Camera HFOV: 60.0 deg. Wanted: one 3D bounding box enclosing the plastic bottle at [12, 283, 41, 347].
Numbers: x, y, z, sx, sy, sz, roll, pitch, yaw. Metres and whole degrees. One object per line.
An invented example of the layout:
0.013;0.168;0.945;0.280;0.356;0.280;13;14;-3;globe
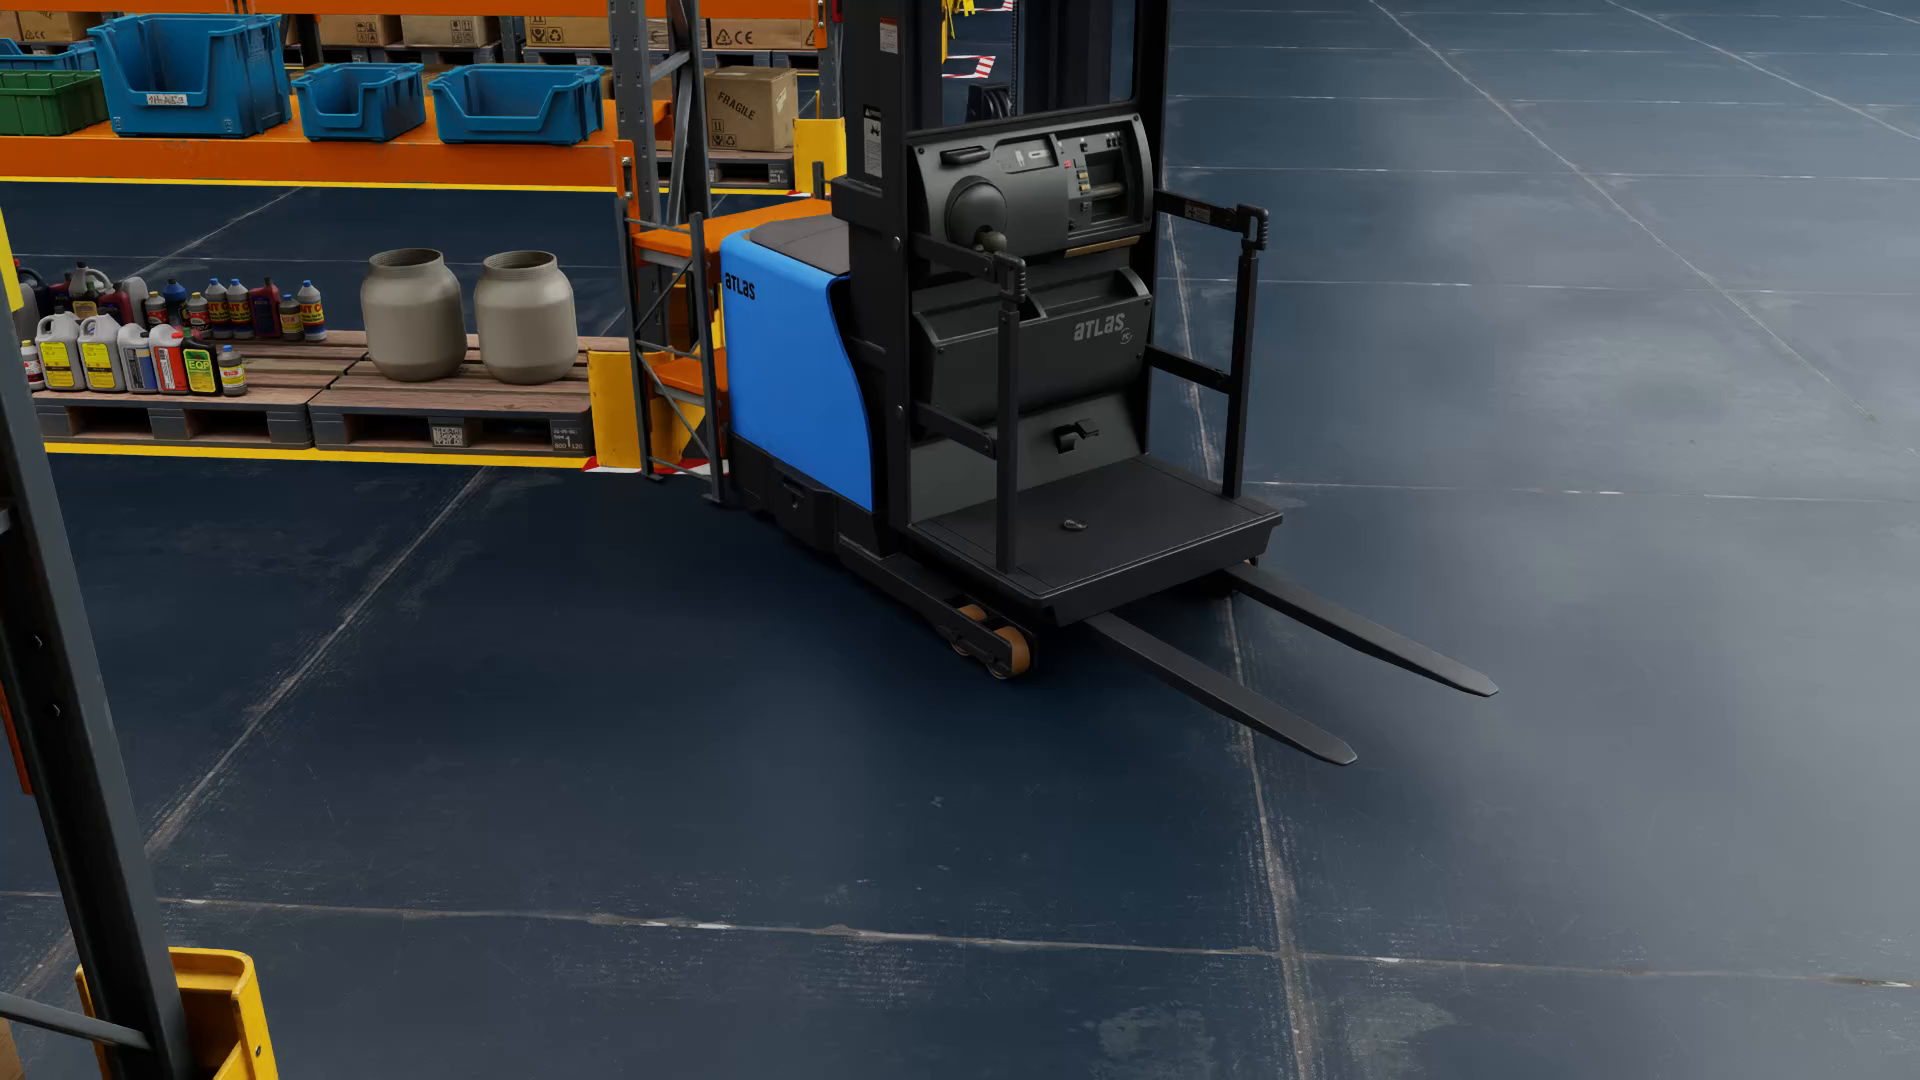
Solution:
-4.348;-1.042;7.658;0.135;0.276;0.152;2;25;4;plastic bottle

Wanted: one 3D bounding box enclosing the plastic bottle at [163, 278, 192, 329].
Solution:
-3.656;-1.090;7.767;0.097;0.271;0.097;0;25;0;plastic bottle

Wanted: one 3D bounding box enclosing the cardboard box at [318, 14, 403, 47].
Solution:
-5.945;-5.361;16.500;0.750;0.750;1.050;2;25;4;cardboard box

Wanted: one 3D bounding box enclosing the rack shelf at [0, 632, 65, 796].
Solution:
-3.606;0.407;2.639;4.000;0.370;1.077;2;25;4;rack shelf

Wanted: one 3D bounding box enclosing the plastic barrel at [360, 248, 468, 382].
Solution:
-2.391;-0.986;7.279;0.421;0.512;0.421;0;25;0;plastic barrel

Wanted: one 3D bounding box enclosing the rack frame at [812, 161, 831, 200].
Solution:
-0.423;-1.024;7.105;0.500;1.125;0.032;19;30;40;rack frame

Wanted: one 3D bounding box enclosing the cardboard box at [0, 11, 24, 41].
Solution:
-9.539;-5.290;16.647;0.500;0.500;0.500;3;25;6;cardboard box

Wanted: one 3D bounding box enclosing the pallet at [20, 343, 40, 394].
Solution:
-4.551;-0.743;7.612;1.213;0.211;1.003;2;25;4;pallet

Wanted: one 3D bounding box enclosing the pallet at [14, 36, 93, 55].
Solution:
-9.125;-5.064;17.002;1.213;0.211;1.003;2;25;4;pallet

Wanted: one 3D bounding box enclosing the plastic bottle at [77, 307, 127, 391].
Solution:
-3.646;-0.821;7.088;0.185;0.351;0.144;3;25;6;plastic bottle

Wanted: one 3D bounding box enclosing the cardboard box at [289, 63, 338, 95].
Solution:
-4.442;-3.139;11.971;0.500;0.500;0.500;1;25;2;cardboard box

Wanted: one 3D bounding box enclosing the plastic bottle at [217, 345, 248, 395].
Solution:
-3.094;-0.725;7.059;0.097;0.201;0.097;0;25;0;plastic bottle

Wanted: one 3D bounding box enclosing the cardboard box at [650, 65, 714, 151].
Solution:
-2.070;-3.072;11.826;0.500;0.500;0.500;8;26;18;cardboard box

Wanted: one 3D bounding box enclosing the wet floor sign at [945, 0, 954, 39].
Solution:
-0.189;-5.804;18.091;0.232;0.644;0.267;-2;25;-5;wet floor sign

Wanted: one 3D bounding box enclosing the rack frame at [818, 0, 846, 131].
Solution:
-0.850;-3.985;11.322;0.127;3.000;1.000;2;25;4;rack frame

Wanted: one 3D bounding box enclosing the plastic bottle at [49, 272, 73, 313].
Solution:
-4.196;-1.120;7.819;0.133;0.283;0.061;3;25;8;plastic bottle

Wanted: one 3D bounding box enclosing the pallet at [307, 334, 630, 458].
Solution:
-2.118;-0.665;7.442;1.213;0.211;1.003;2;25;4;pallet

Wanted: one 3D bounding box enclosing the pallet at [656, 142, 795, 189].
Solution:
-1.733;-2.761;11.998;1.213;0.211;1.003;2;25;4;pallet

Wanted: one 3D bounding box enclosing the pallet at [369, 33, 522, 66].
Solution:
-5.133;-4.903;16.654;1.213;0.211;1.003;2;25;4;pallet

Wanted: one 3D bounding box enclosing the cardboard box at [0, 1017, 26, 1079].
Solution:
-2.129;1.092;3.075;0.500;0.250;0.500;2;25;4;cardboard box

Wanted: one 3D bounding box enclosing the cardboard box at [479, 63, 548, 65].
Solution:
-3.245;-3.136;11.966;0.500;0.500;0.500;0;25;-1;cardboard box

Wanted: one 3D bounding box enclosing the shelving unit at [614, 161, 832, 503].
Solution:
-0.771;-0.877;6.765;0.538;1.125;1.048;19;30;40;shelving unit

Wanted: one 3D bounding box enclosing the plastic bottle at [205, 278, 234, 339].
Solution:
-3.454;-1.083;7.753;0.097;0.271;0.097;0;25;0;plastic bottle

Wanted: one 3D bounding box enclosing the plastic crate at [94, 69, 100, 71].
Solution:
-3.579;-1.982;7.285;0.437;0.136;0.530;2;25;4;plastic crate

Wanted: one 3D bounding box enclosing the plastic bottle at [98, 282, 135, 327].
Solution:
-3.885;-1.046;7.659;0.133;0.283;0.061;2;25;4;plastic bottle

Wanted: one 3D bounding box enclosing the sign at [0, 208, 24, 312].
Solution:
-1.563;-0.517;2.654;0.005;0.325;0.100;2;25;4;sign

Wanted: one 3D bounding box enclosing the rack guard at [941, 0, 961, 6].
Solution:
-0.167;-6.982;20.826;0.348;0.500;1.175;2;25;4;rack guard

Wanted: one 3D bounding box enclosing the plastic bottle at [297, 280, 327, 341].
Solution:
-3.013;-1.069;7.722;0.097;0.271;0.097;0;25;0;plastic bottle

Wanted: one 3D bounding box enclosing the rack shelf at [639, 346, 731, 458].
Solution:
-0.765;-0.650;6.857;0.538;0.278;1.000;19;30;40;rack shelf

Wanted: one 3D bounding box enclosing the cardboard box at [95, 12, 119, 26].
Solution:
-9.031;-5.489;17.079;0.500;0.500;0.500;1;25;2;cardboard box

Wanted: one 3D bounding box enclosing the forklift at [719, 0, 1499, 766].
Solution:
0.378;-1.121;5.179;1.130;2.935;3.031;-17;30;-33;forklift

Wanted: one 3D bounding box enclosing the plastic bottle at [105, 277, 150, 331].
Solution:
-3.878;-1.087;7.757;0.135;0.276;0.152;2;25;5;plastic bottle

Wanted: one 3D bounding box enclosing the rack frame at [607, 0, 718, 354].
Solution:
-1.229;-1.921;6.836;0.127;3.000;1.000;2;25;4;rack frame

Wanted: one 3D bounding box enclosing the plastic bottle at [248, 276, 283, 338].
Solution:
-3.237;-1.089;7.752;0.133;0.283;0.061;2;25;5;plastic bottle

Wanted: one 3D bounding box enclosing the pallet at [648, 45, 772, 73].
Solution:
-2.385;-4.815;16.462;1.213;0.211;1.003;2;25;4;pallet

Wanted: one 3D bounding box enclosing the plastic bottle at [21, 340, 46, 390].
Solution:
-3.975;-0.754;7.121;0.097;0.201;0.097;0;25;0;plastic bottle

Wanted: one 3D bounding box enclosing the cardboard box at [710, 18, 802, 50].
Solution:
-1.928;-5.296;16.210;0.875;0.875;0.875;1;25;3;cardboard box

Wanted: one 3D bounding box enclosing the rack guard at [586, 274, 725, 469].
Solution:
-1.308;-0.768;7.321;0.348;0.500;1.175;2;25;4;rack guard

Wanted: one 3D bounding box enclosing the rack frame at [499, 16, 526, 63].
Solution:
-4.357;-6.177;16.086;0.127;3.000;1.000;2;25;4;rack frame

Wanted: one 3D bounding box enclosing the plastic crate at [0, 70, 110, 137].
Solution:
-3.885;-1.791;6.808;0.662;0.188;0.450;2;25;4;plastic crate

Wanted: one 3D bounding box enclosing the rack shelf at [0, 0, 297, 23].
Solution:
-6.832;-3.850;11.889;4.000;0.370;1.077;2;25;4;rack shelf

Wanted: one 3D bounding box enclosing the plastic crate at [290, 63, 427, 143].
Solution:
-2.398;-1.768;6.681;0.408;0.251;0.499;2;25;4;plastic crate

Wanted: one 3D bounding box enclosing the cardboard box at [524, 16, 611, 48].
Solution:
-3.736;-5.353;16.335;0.875;0.875;0.875;2;25;5;cardboard box

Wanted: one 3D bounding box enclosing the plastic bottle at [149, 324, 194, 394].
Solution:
-3.343;-0.779;7.086;0.135;0.276;0.152;2;25;4;plastic bottle

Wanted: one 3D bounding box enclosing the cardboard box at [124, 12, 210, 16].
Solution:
-7.745;-5.417;16.622;0.750;0.750;1.050;2;25;3;cardboard box
